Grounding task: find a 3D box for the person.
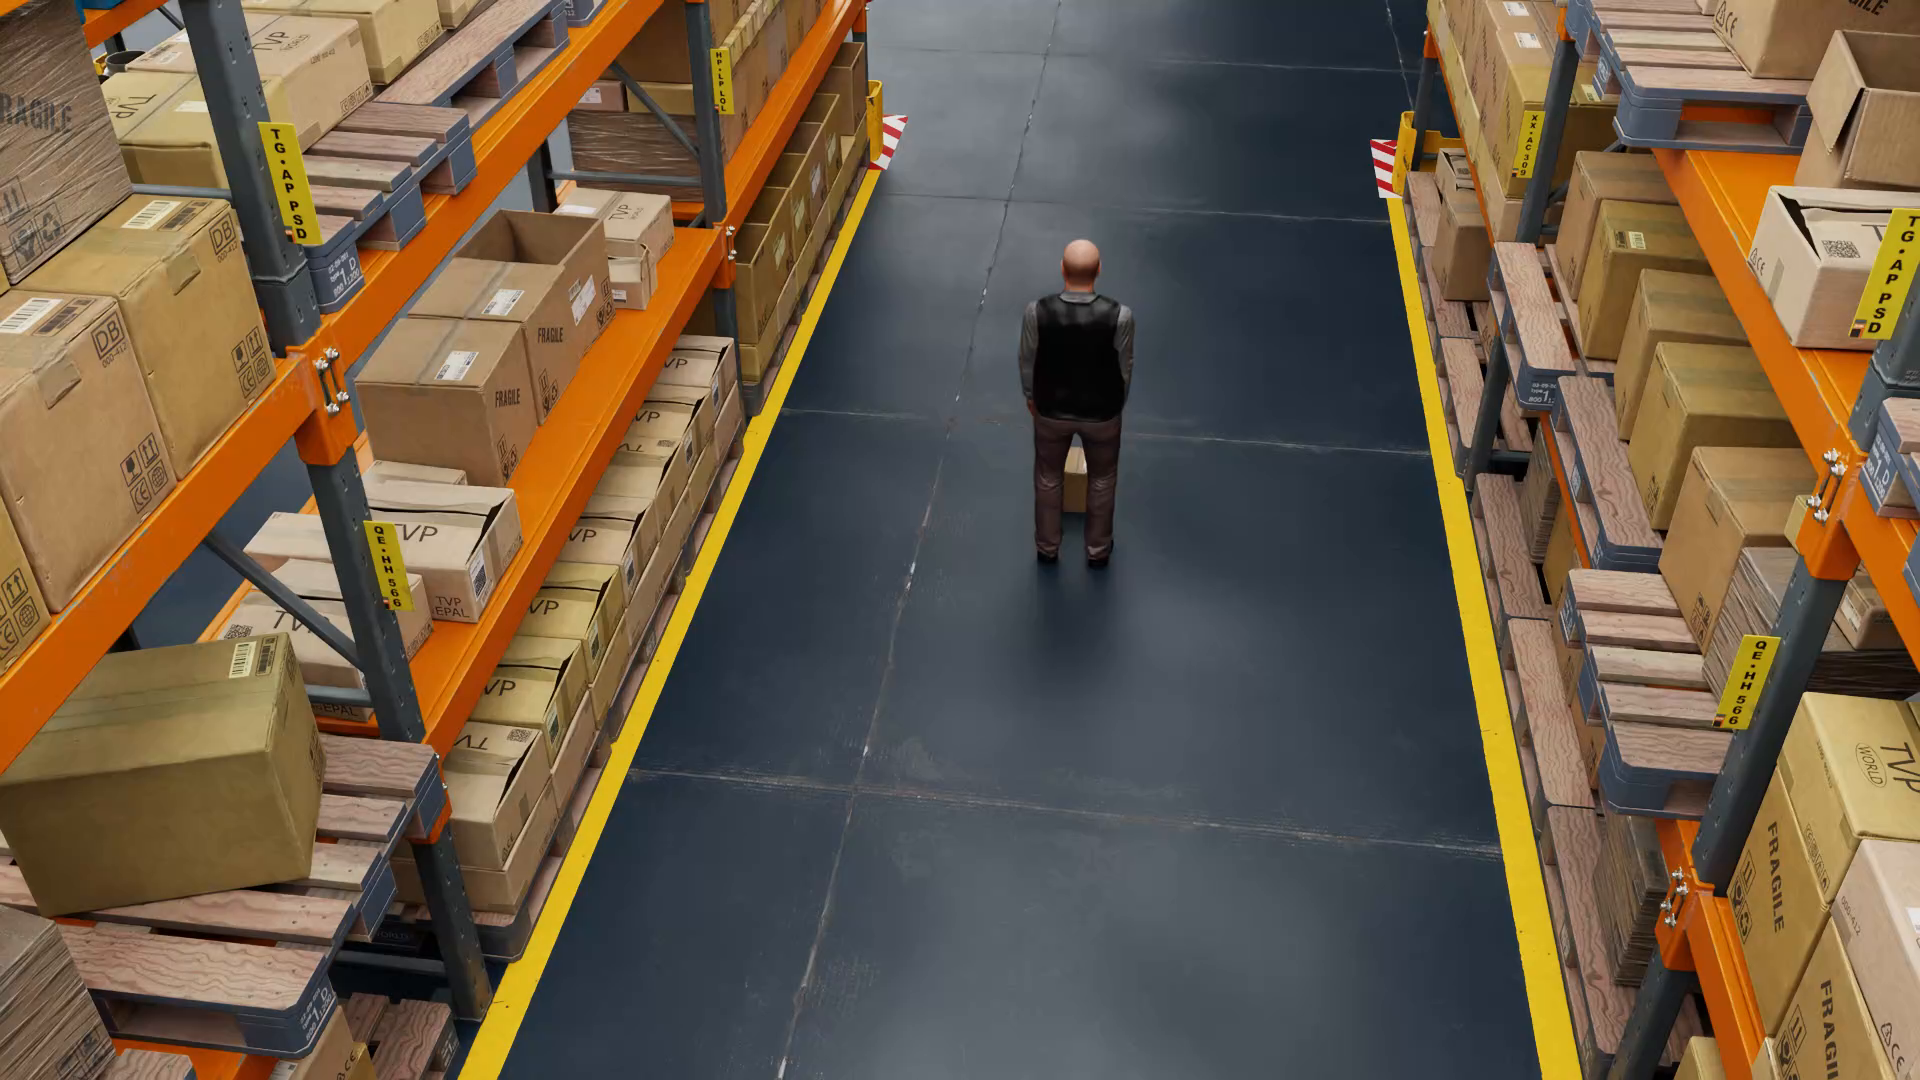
[{"bbox_3d":[0.542,-0.625,7.945,0.540,1.706,0.364,5,36,7],"label":"person"}]
